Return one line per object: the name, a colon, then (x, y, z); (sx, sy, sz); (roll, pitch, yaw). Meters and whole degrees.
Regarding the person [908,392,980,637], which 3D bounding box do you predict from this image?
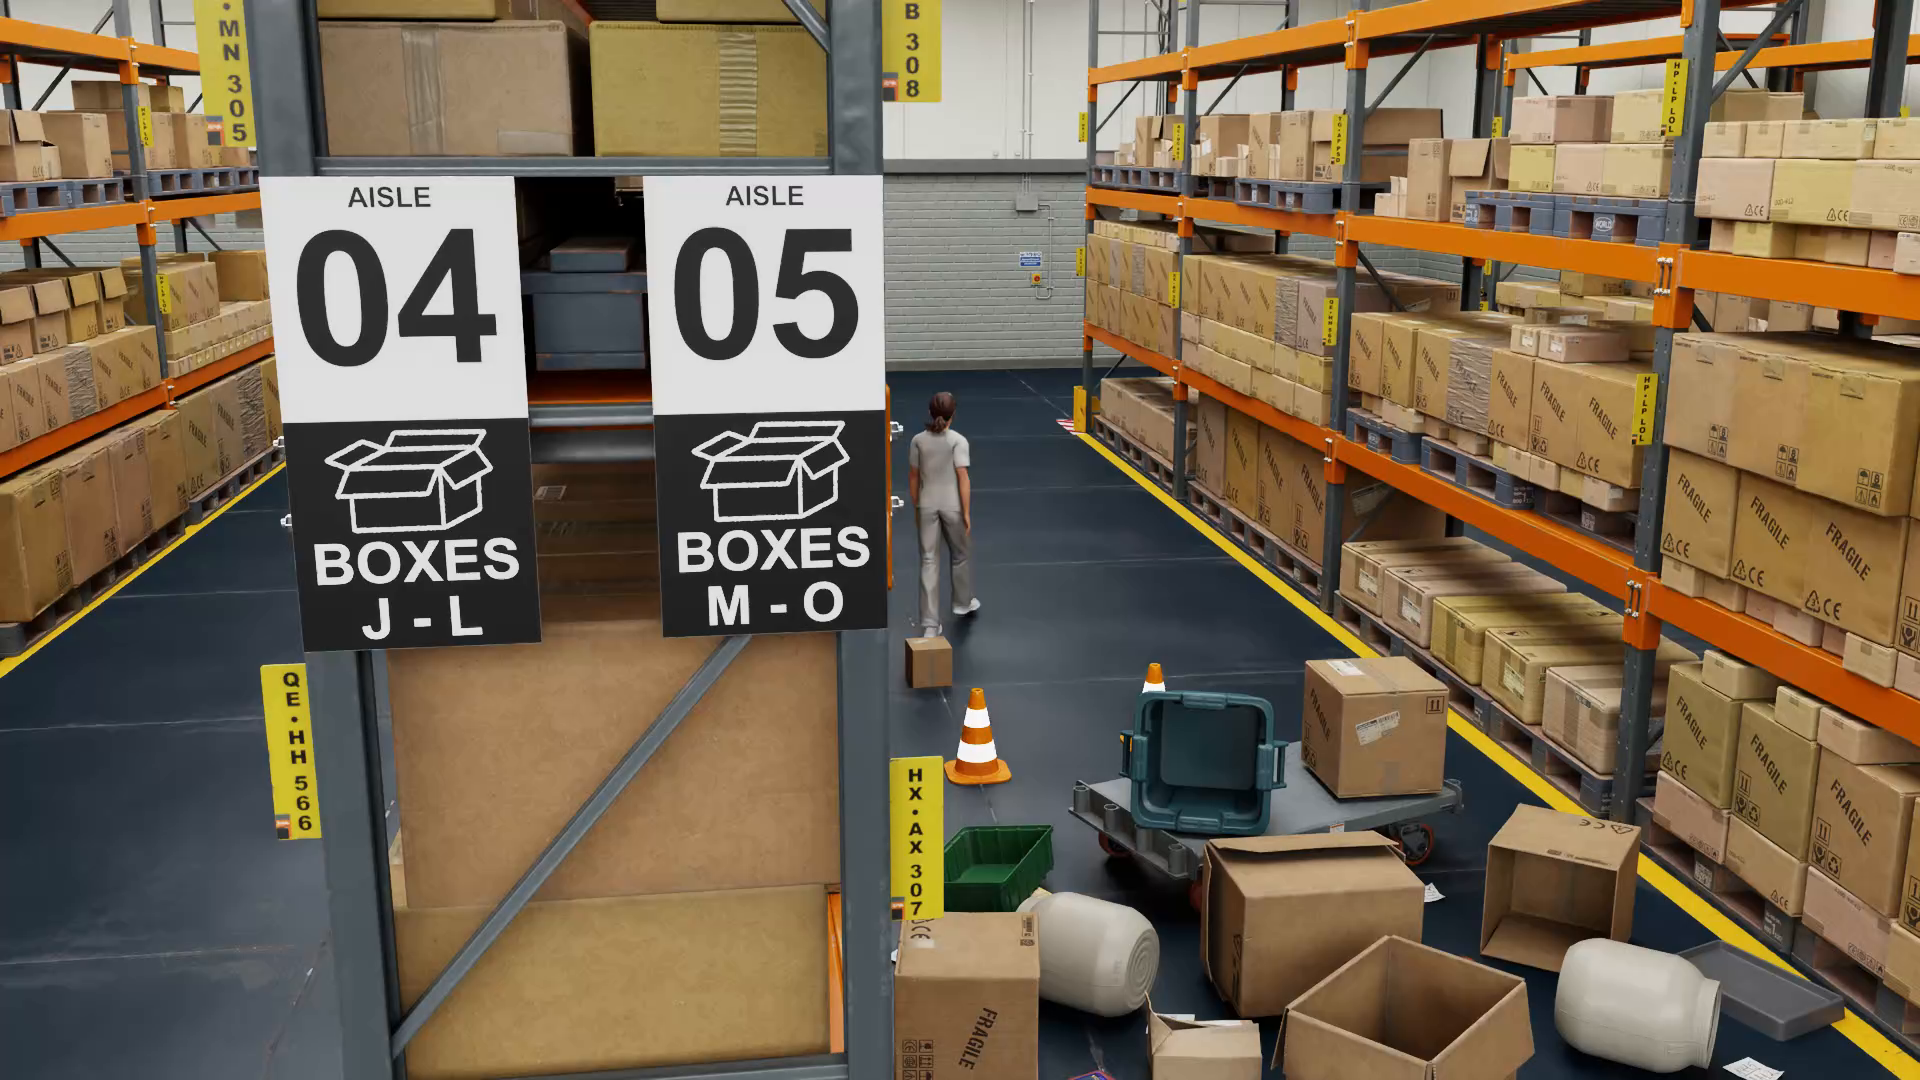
person: (-0.124, -0.210, 11.356); (0.469, 1.607, 0.963); (3, 13, 11)
